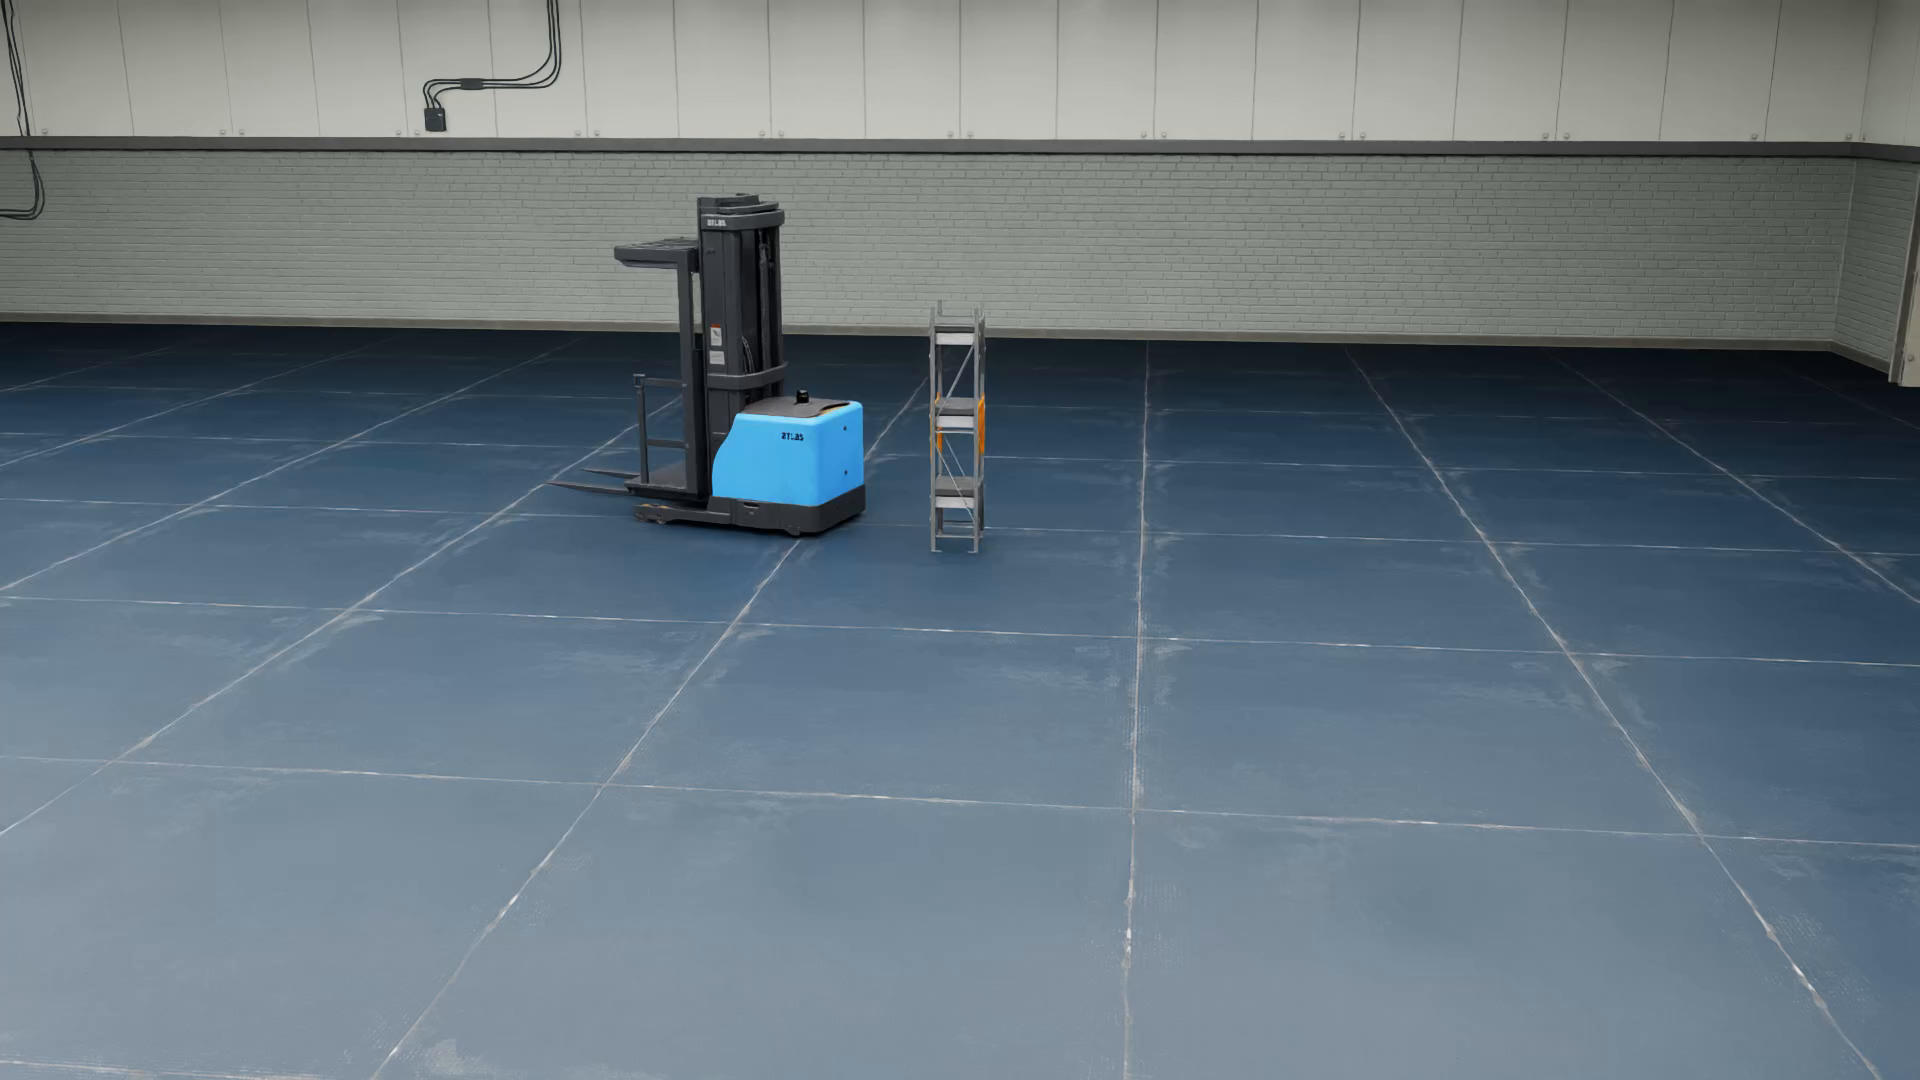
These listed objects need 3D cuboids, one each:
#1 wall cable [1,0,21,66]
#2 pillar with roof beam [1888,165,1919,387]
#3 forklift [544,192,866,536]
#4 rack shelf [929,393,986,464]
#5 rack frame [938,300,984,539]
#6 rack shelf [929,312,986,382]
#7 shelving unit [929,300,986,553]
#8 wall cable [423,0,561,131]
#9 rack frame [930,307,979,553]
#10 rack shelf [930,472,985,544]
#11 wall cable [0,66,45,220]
[{"bbox_3d":[-14.196,-8.962,26.838,3.097,2.526,0.112,2,15,6],"label":"wall cable"},{"bbox_3d":[8.491,-6.576,21.743,9.100,9.000,0.400,2,15,6],"label":"pillar with roof beam"},{"bbox_3d":[-2.444,-1.680,15.261,3.031,2.935,1.130,6,16,22],"label":"forklift"},{"bbox_3d":[-0.019,-0.957,14.233,0.431,0.518,0.480,2,15,6],"label":"rack shelf"},{"bbox_3d":[0.009,-1.034,14.463,0.400,2.100,0.015,2,15,6],"label":"rack frame"},{"bbox_3d":[-0.019,-1.633,14.050,0.431,0.518,0.480,2,15,6],"label":"rack shelf"},{"bbox_3d":[-0.019,-0.971,14.229,0.431,2.100,0.503,2,15,6],"label":"shelving unit"},{"bbox_3d":[-7.453,-9.460,25.893,2.305,6.003,0.169,2,15,6],"label":"wall cable"},{"bbox_3d":[-0.046,-0.907,13.995,0.400,2.100,0.015,2,15,6],"label":"rack frame"},{"bbox_3d":[-0.019,-0.282,14.415,0.431,0.518,0.480,2,15,6],"label":"rack shelf"},{"bbox_3d":[-16.884,-6.603,27.792,3.097,2.526,0.112,2,15,6],"label":"wall cable"}]
